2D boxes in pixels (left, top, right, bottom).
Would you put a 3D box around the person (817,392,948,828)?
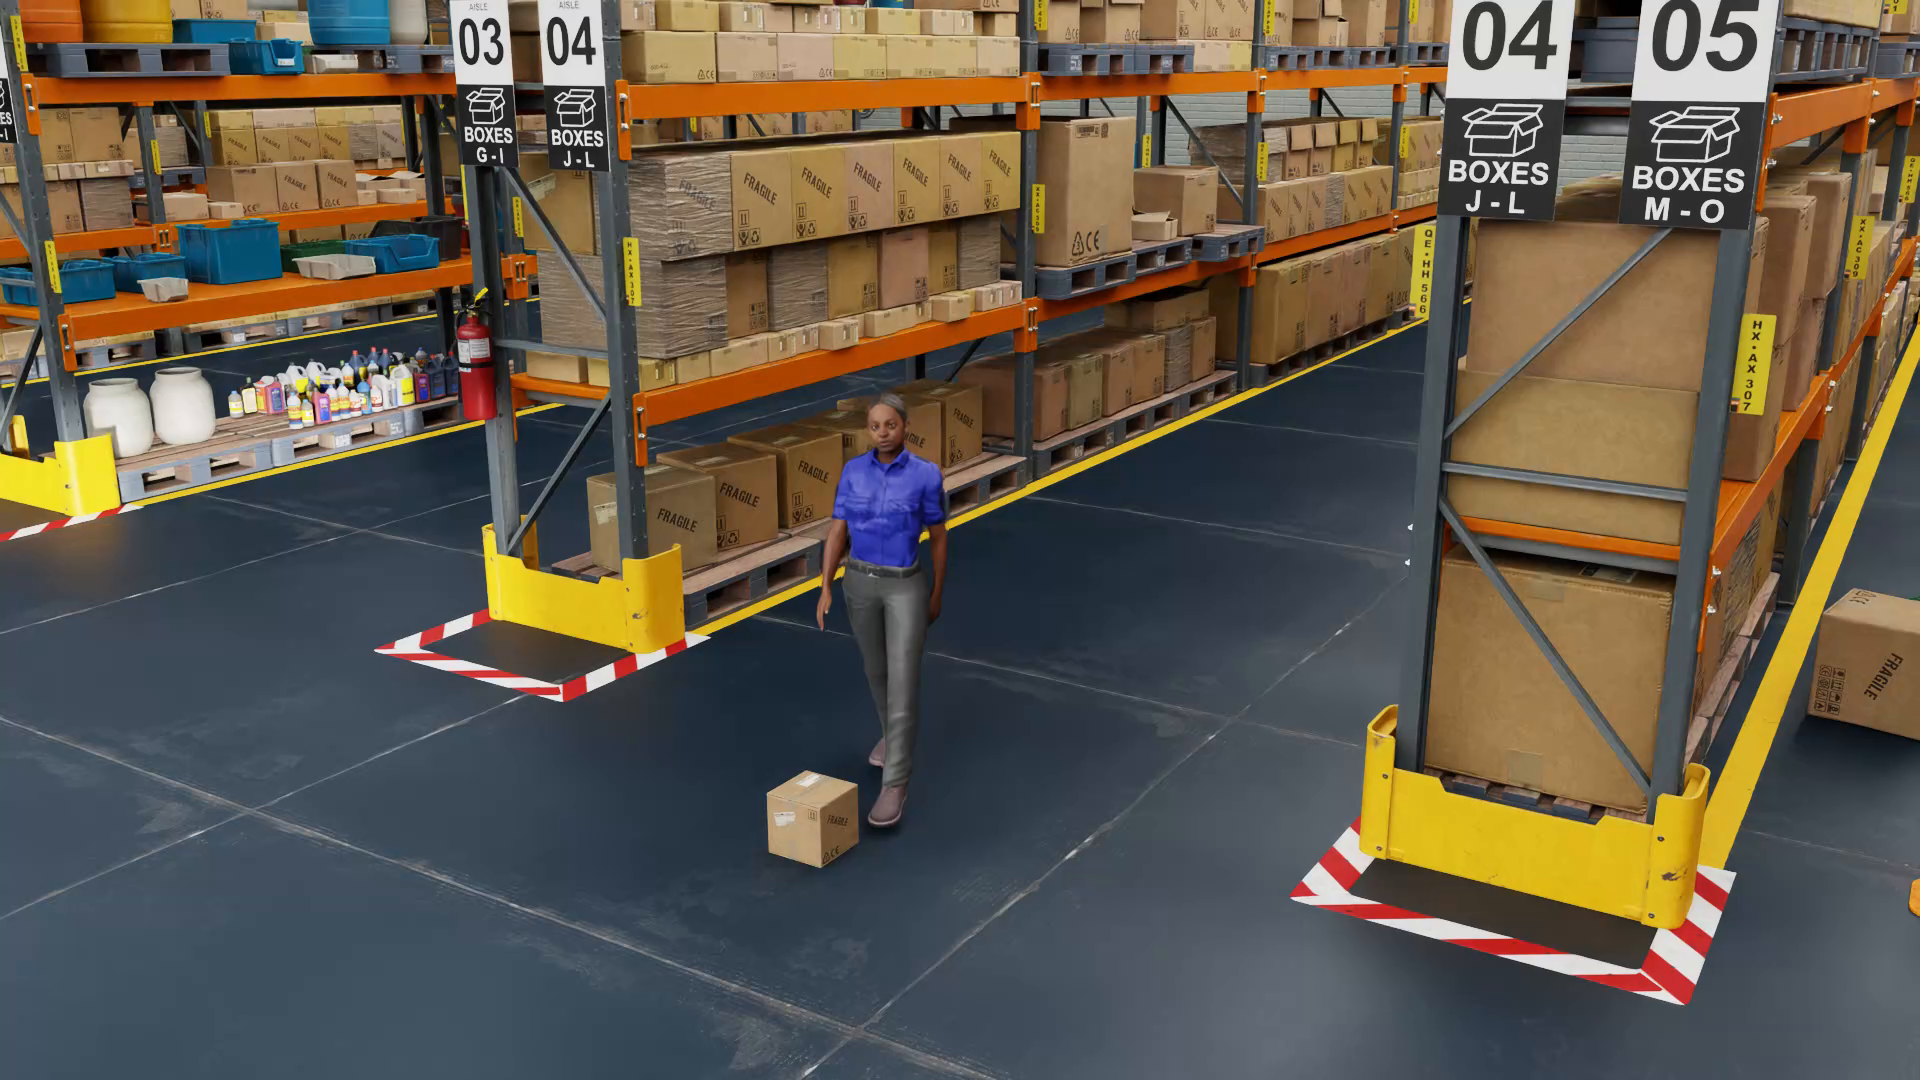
[{"bbox_3d":[-0.329,0.232,6.690,0.458,1.622,0.839,5,17,18],"label":"person"}]
